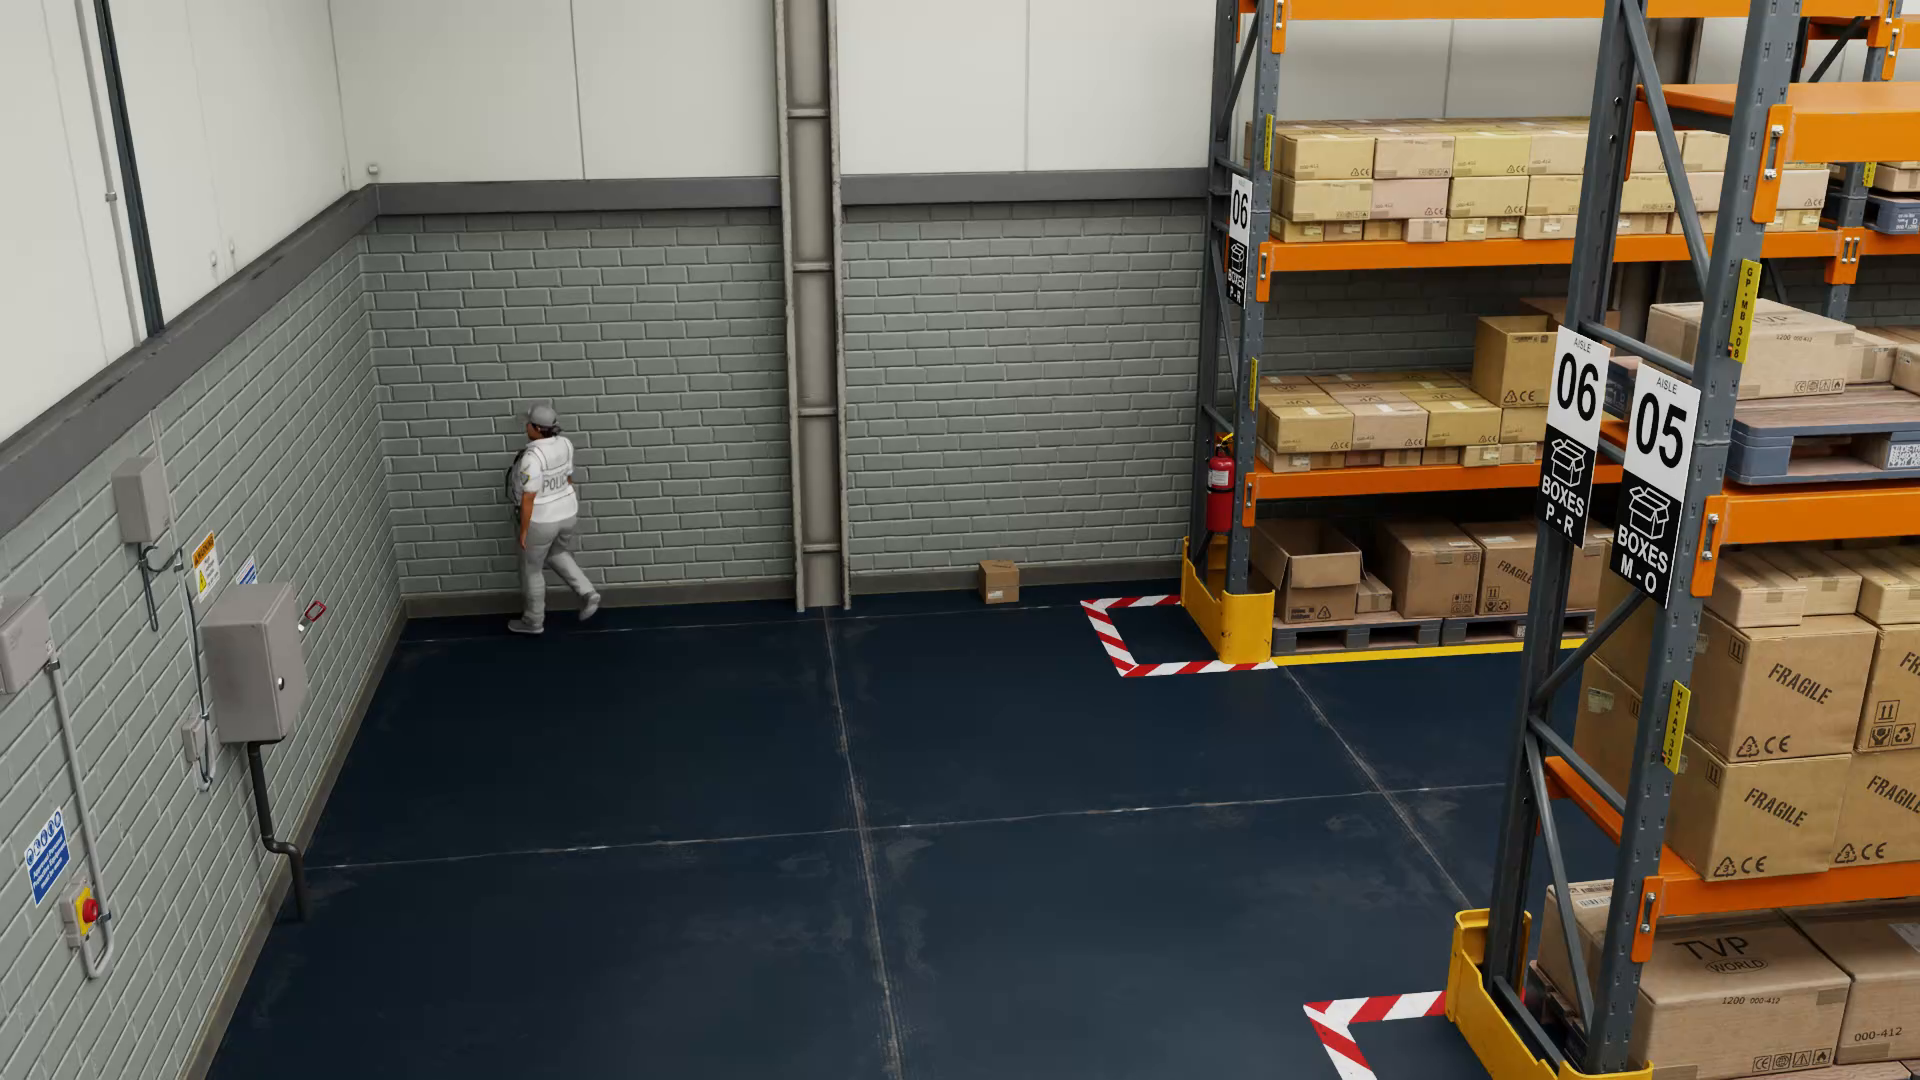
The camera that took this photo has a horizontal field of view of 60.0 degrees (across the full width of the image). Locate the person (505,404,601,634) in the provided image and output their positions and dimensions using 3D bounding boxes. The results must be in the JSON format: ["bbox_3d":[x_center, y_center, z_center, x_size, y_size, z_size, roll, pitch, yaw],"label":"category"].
[{"bbox_3d":[-2.858,-0.143,11.404,0.636,1.657,0.512,11,23,27],"label":"person"}]
